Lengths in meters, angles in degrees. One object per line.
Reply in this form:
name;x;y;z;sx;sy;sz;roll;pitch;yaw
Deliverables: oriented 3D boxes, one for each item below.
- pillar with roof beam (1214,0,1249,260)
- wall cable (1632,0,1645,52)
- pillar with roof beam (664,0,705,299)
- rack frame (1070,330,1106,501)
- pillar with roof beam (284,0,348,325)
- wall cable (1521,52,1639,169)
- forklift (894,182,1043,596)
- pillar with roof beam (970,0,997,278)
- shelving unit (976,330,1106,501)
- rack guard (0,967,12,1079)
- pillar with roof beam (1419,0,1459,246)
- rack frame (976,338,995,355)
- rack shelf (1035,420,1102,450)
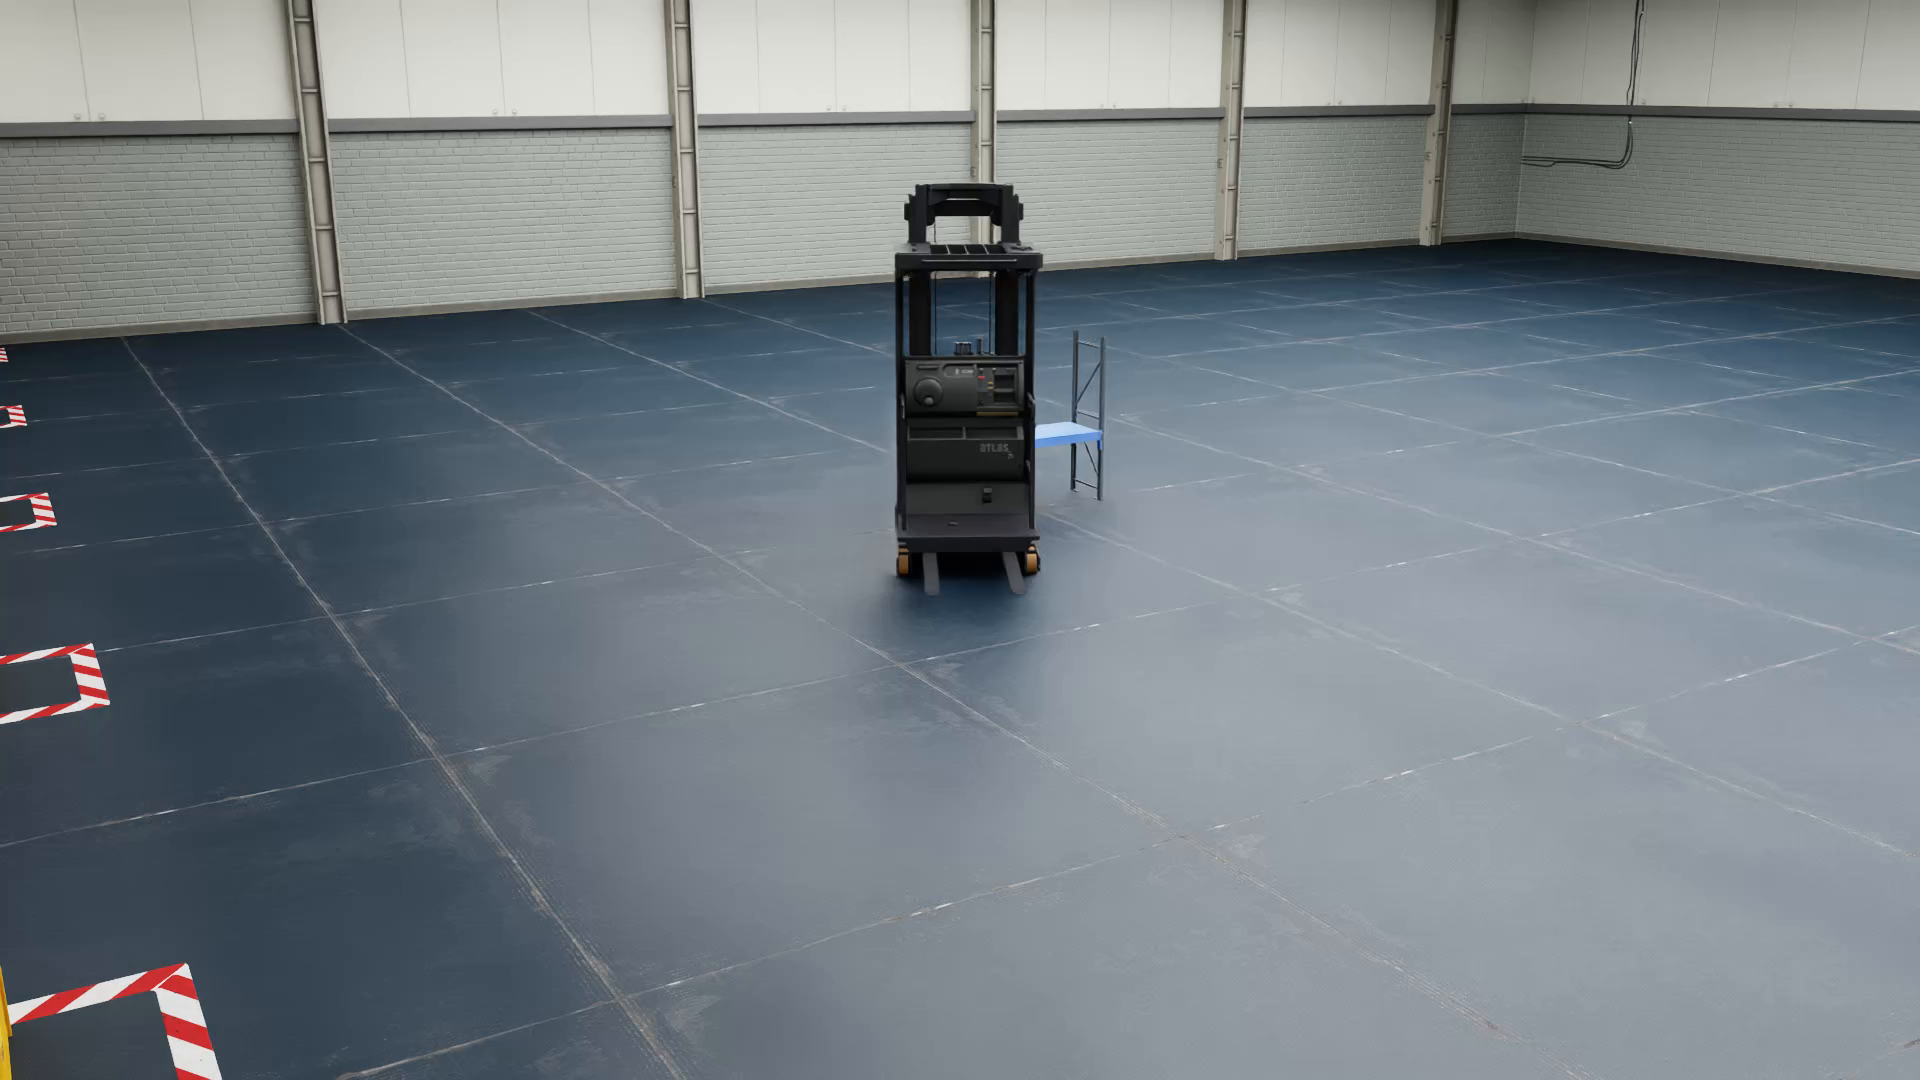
pillar with roof beam;7.802;-9.252;30.244;0.400;9.000;9.100;-9;18;-30
wall cable;15.328;-11.496;34.646;0.112;2.526;3.097;-9;18;-30
pillar with roof beam;-2.484;-7.584;24.293;0.400;9.000;9.100;-9;18;-30
rack frame;1.168;-1.139;15.193;0.032;1.500;0.500;-8;18;-27
pillar with roof beam;-7.627;-6.750;21.318;0.400;9.000;9.100;-9;18;-30
wall cable;13.934;-9.691;37.561;0.112;2.526;3.097;-9;18;-30
forklift;0.049;-1.221;12.835;1.130;2.935;3.031;-1;16;-2
pillar with roof beam;2.659;-8.418;27.268;0.400;9.000;9.100;-9;18;-30
shelving unit;0.721;-1.073;14.960;1.048;1.500;0.538;-8;18;-27
rack guard;-3.753;1.900;6.205;0.348;0.500;1.175;-9;18;-30
pillar with roof beam;12.945;-10.086;33.219;0.400;9.000;9.100;-9;18;-30
rack frame;0.274;-1.008;14.727;0.032;1.500;0.500;-8;18;-27
rack shelf;0.721;-0.900;15.009;1.000;0.185;0.538;-8;18;-27
